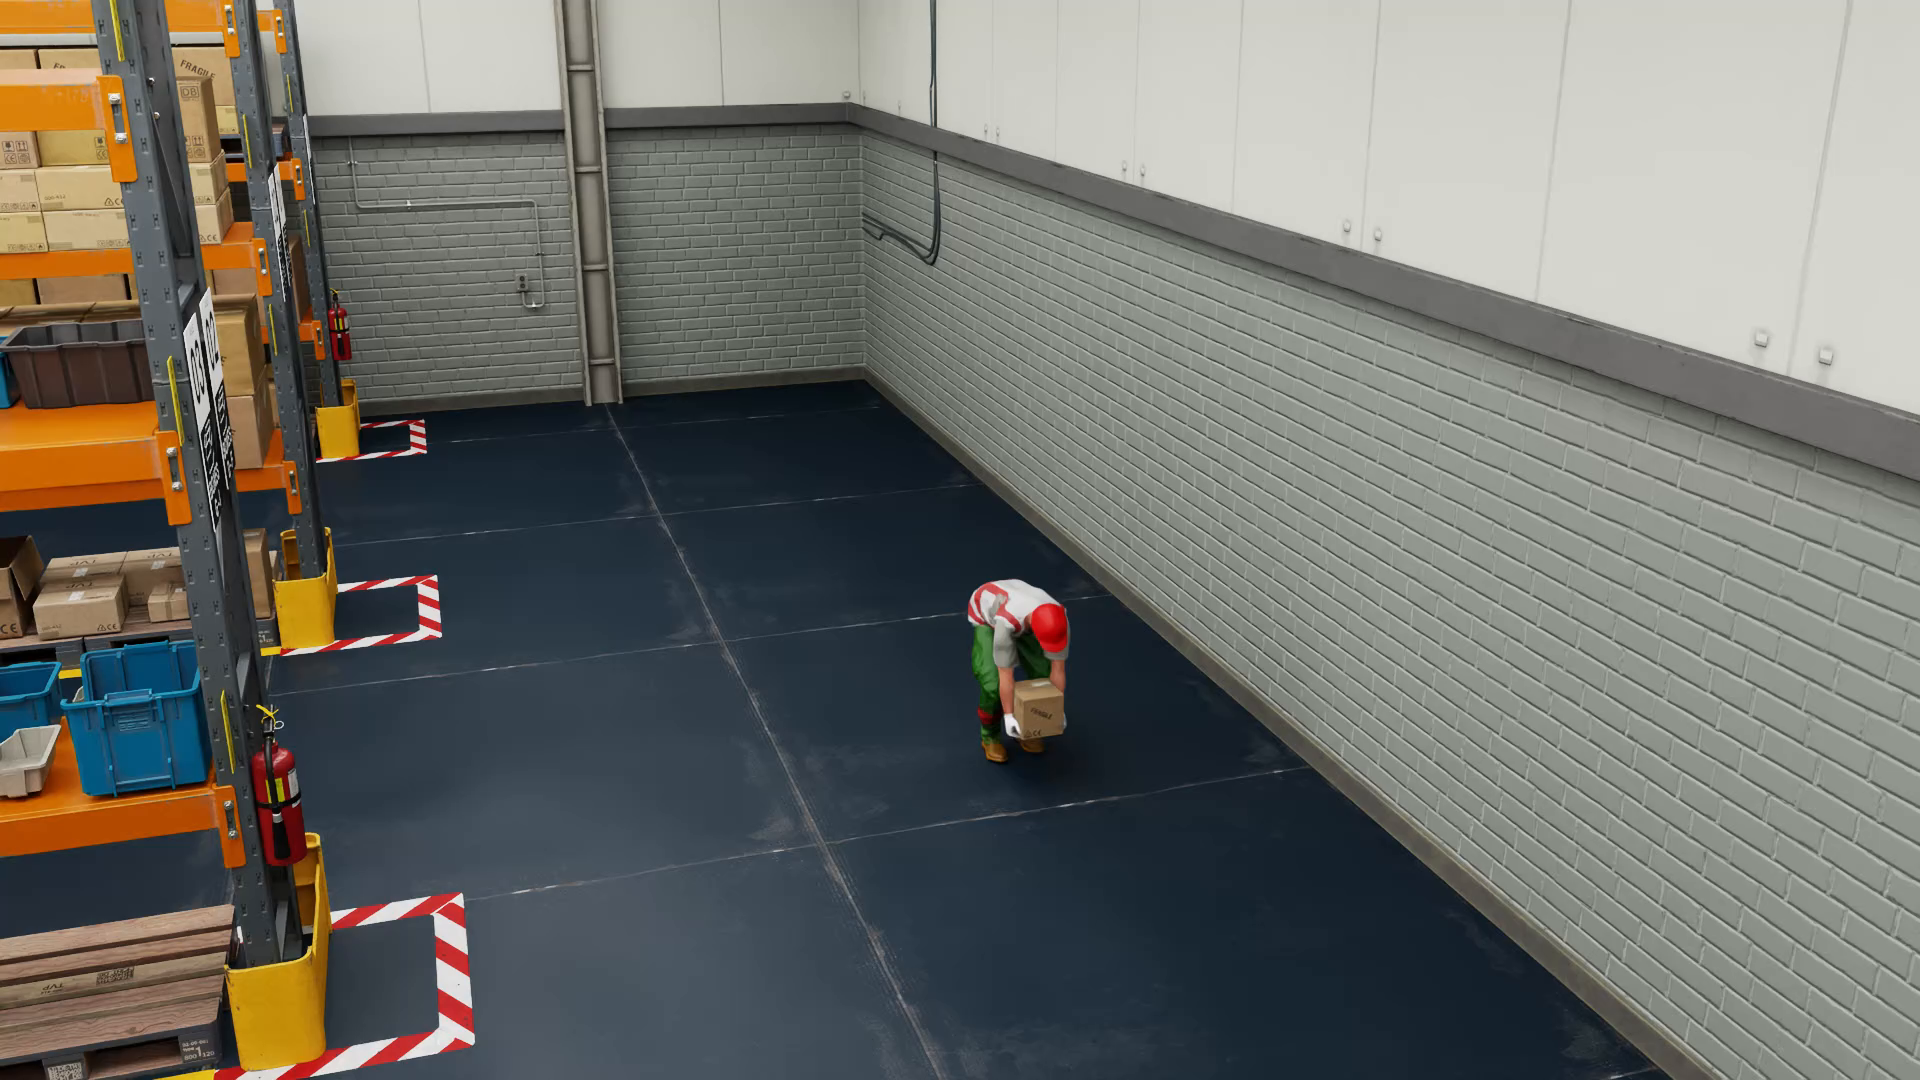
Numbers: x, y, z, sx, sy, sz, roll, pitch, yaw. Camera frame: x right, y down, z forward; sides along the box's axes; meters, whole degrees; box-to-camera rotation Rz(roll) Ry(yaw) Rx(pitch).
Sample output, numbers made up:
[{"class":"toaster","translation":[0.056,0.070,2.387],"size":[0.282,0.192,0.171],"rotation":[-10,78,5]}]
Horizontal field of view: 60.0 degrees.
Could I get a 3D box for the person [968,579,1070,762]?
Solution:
[{"class":"person","translation":[0.367,0.785,9.750],"size":[0.517,1.135,0.950],"rotation":[-7,20,-20]}]
